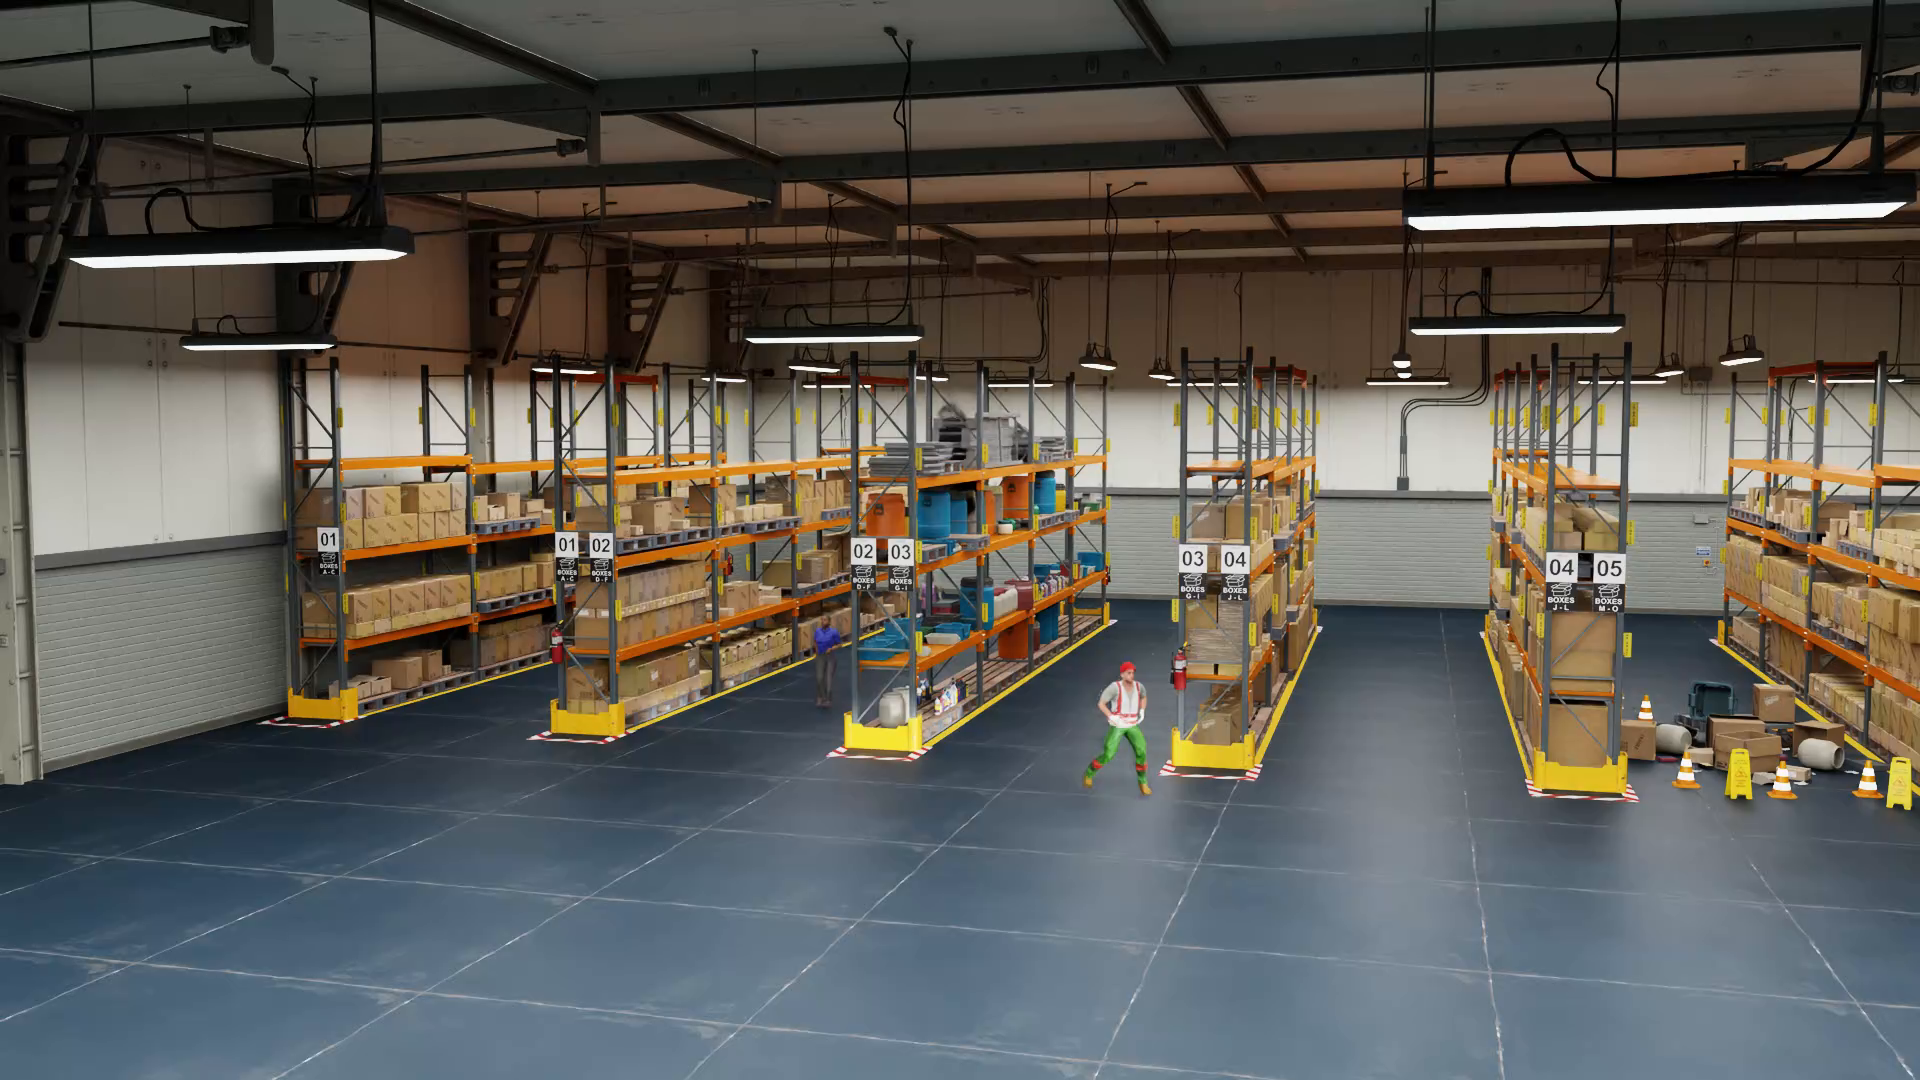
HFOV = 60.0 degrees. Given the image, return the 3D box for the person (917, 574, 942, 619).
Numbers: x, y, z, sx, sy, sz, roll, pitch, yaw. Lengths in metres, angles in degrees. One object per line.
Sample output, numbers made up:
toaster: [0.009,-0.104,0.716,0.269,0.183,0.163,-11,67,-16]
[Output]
person: [-0.682,1.507,36.729,0.505,1.585,0.732,1,4,9]

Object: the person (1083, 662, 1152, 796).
person: [2.146,2.506,22.233,0.899,1.775,0.766,-2,5,-25]

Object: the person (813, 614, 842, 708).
person: [-2.303,2.087,28.611,0.555,1.634,0.632,1,4,8]
